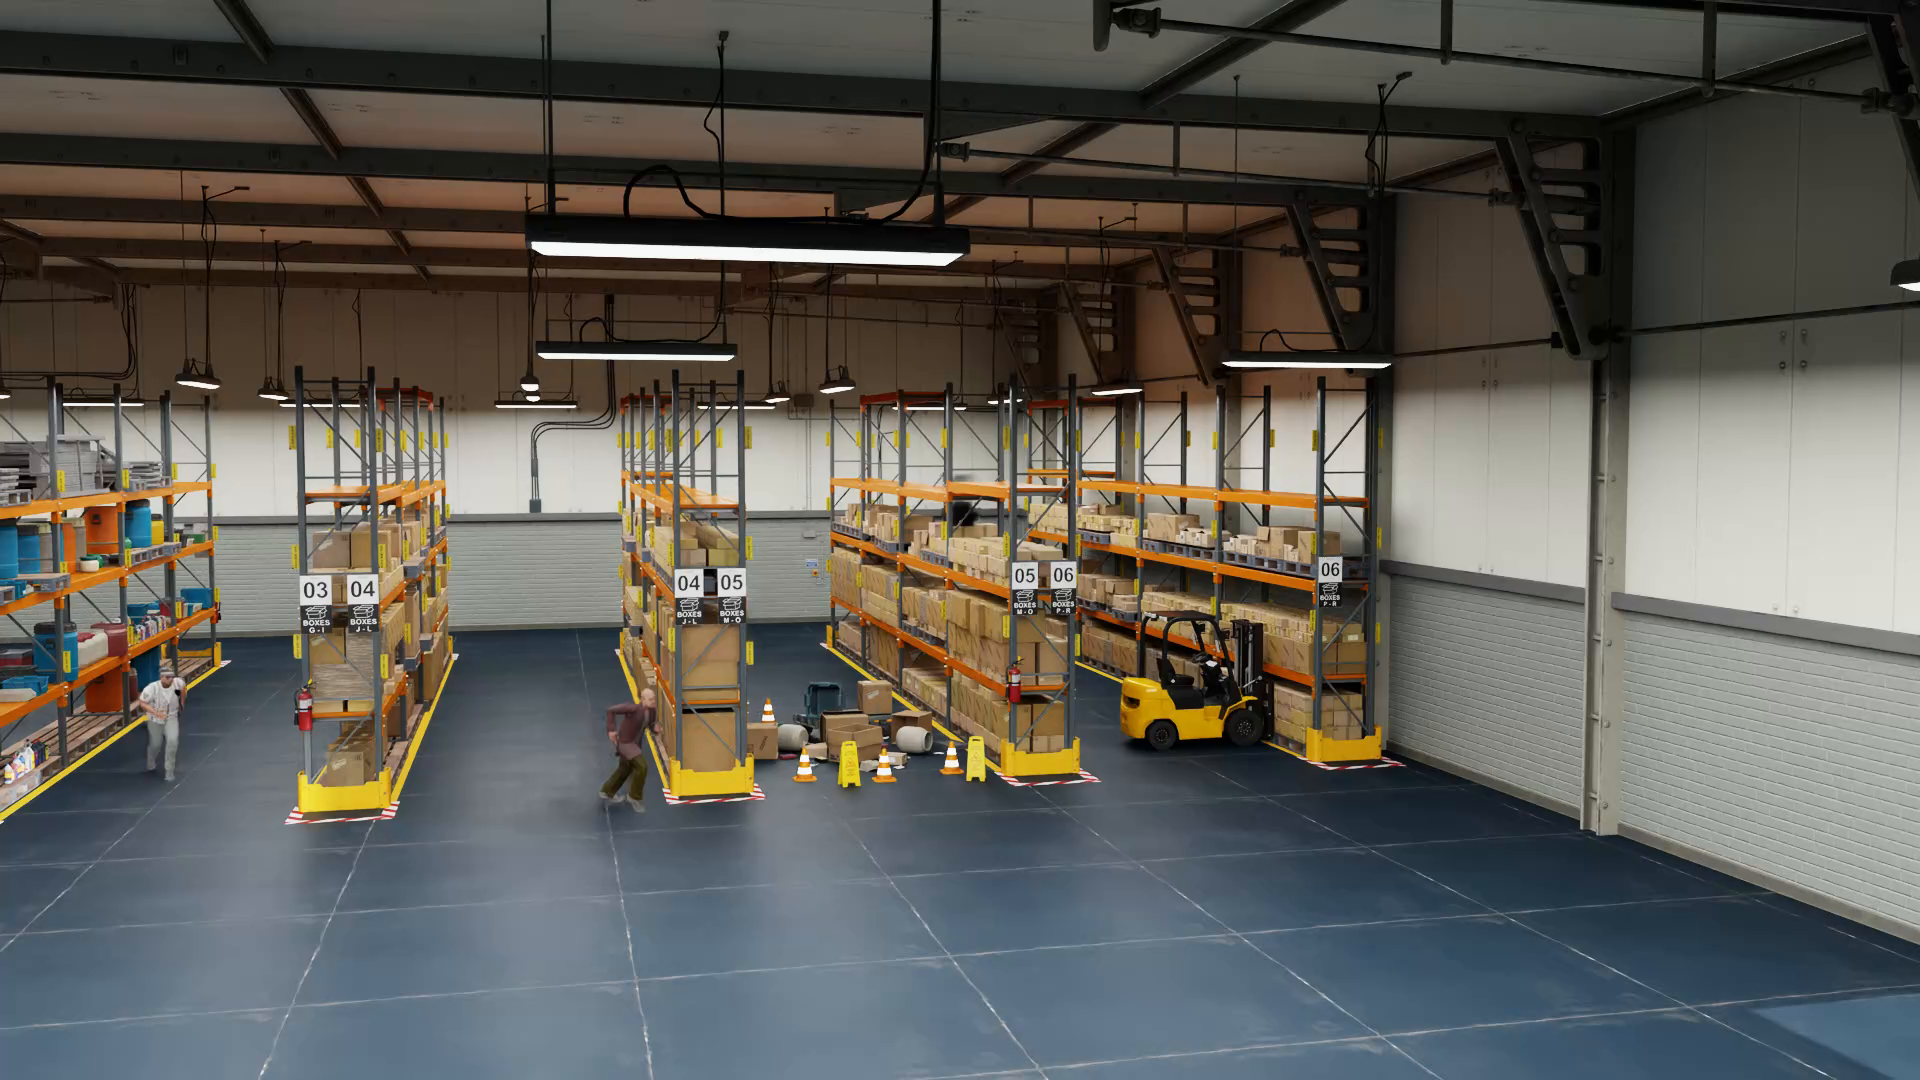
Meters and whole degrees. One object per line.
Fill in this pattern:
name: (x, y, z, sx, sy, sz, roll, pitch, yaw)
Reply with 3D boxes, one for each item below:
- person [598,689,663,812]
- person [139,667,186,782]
person: (-4.502, 2.852, 22.518, 1.066, 1.723, 0.754, 2, 4, 29)
person: (-11.924, 2.708, 24.814, 0.694, 1.724, 1.023, -3, 5, -43)
